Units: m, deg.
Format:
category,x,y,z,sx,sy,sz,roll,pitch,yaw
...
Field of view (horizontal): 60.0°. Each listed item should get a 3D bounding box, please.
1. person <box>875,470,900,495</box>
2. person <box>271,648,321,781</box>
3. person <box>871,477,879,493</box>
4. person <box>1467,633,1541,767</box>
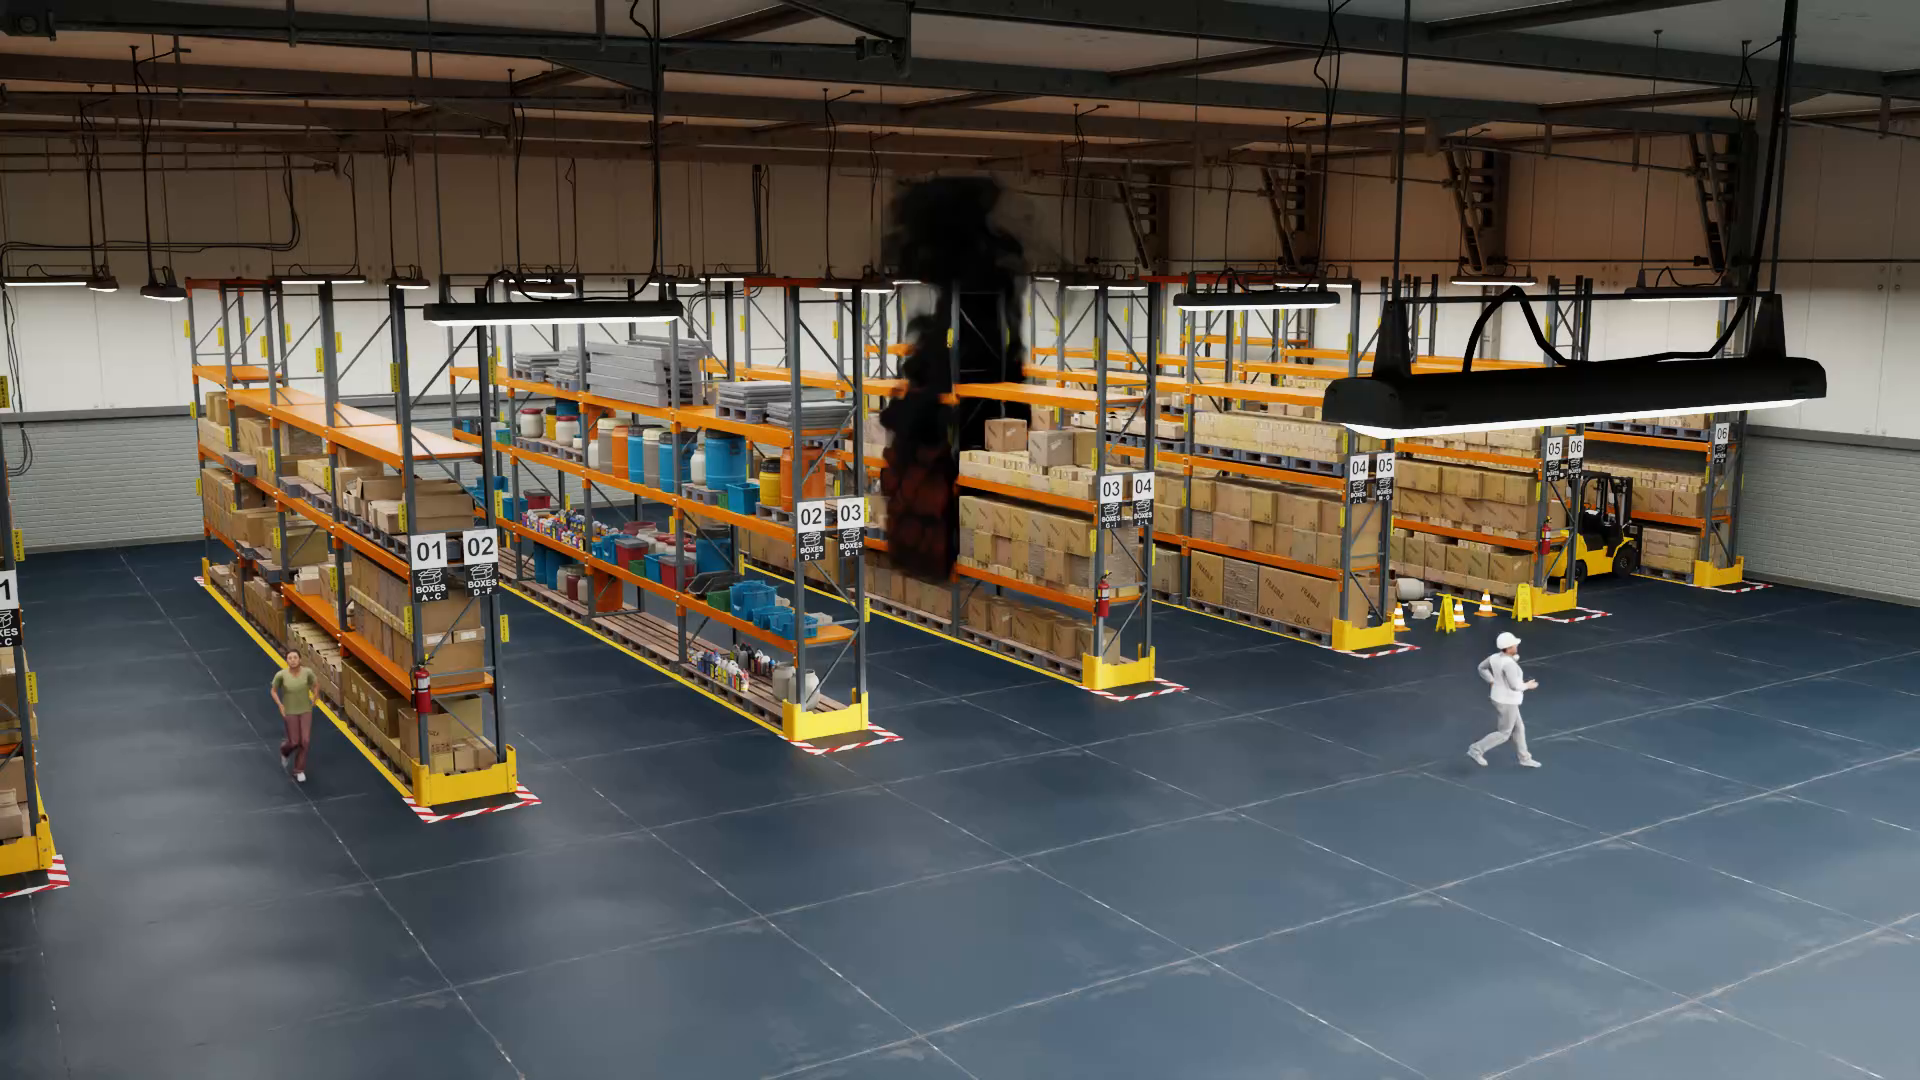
category,x,y,z,sx,sy,sz,roll,pitch,yaw
person,-1.583,-0.735,37.031,0.662,1.824,0.871,-4,10,-23
person,-8.174,2.138,20.505,0.552,1.620,0.585,-6,11,-30
person,-2.088,-1.509,42.098,0.571,1.663,0.626,1,10,7
person,6.830,2.007,20.716,0.988,1.755,0.671,0,10,-3
